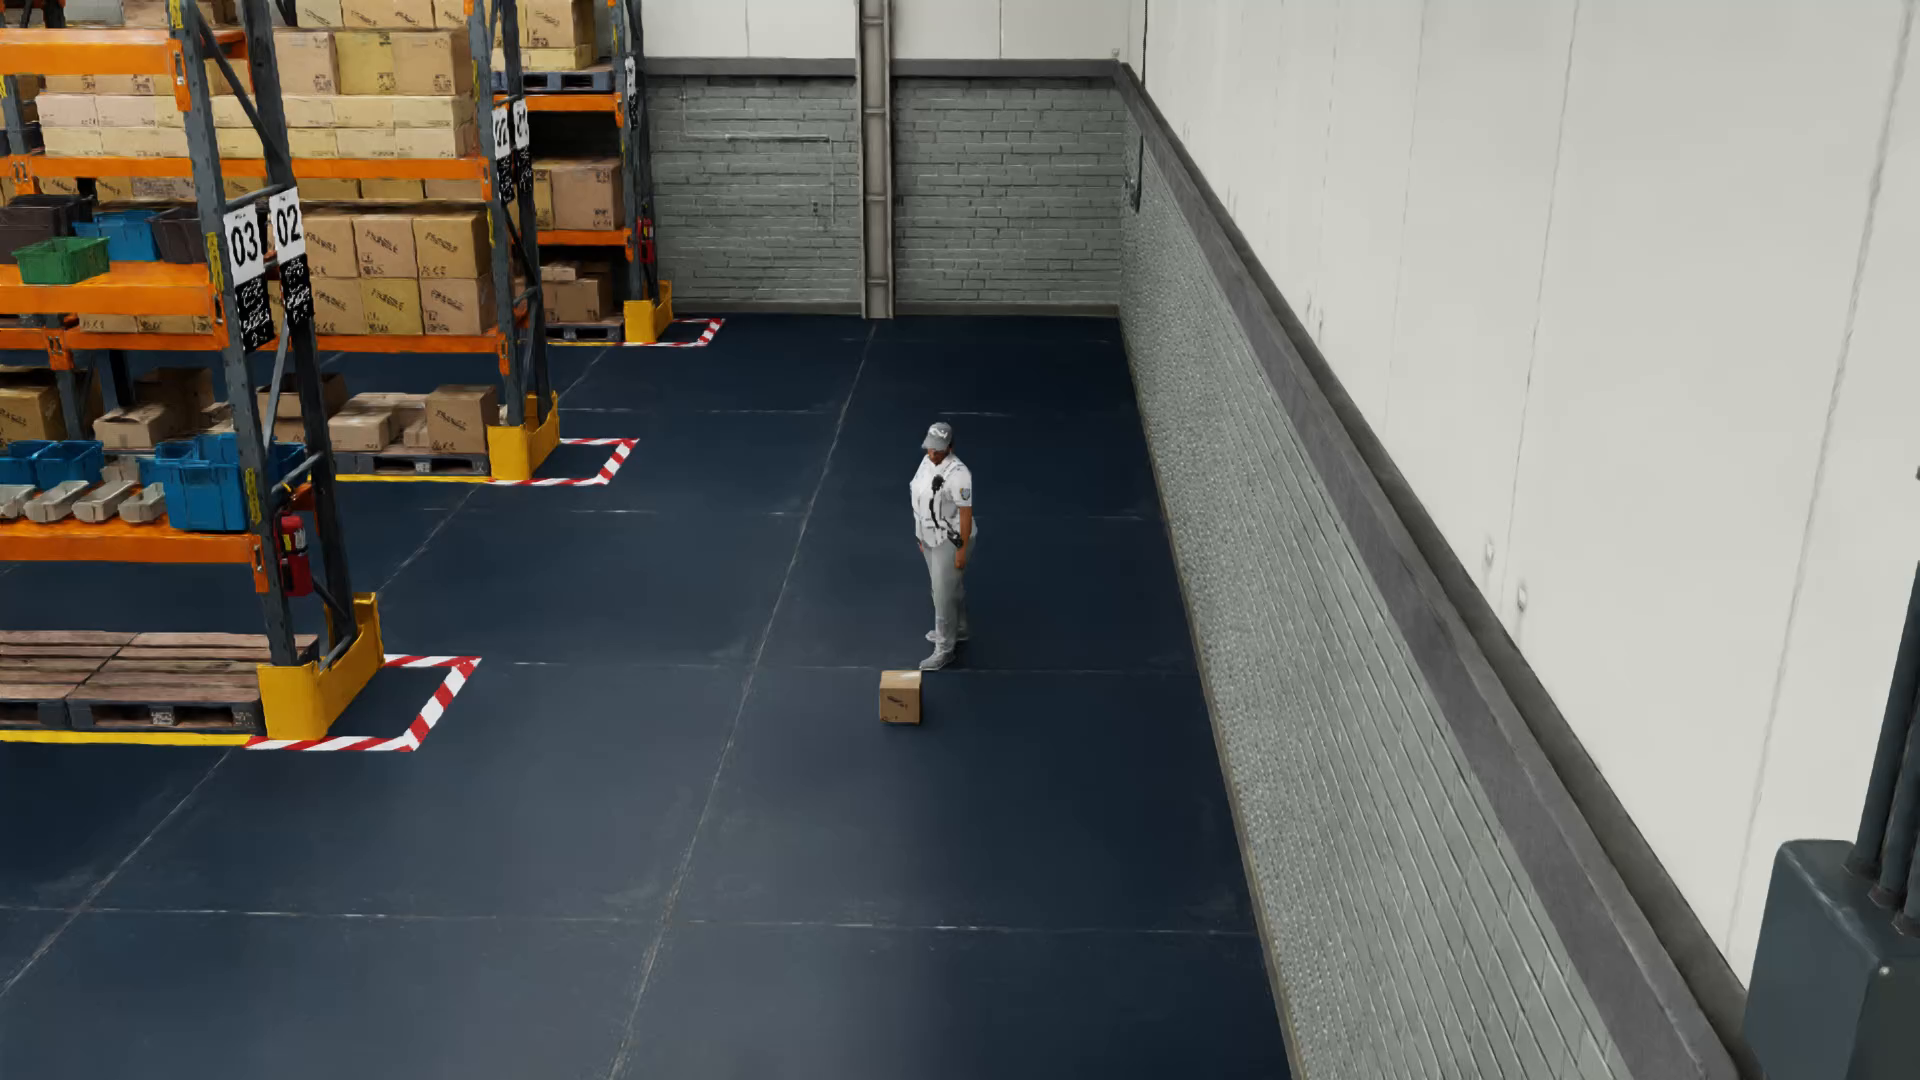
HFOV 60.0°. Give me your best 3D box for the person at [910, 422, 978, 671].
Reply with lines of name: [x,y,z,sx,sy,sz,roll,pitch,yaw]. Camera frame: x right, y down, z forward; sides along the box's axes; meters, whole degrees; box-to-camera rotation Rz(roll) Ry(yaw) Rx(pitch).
person: [-0.120,0.003,11.067,0.517,1.666,0.505,-11,24,-27]
